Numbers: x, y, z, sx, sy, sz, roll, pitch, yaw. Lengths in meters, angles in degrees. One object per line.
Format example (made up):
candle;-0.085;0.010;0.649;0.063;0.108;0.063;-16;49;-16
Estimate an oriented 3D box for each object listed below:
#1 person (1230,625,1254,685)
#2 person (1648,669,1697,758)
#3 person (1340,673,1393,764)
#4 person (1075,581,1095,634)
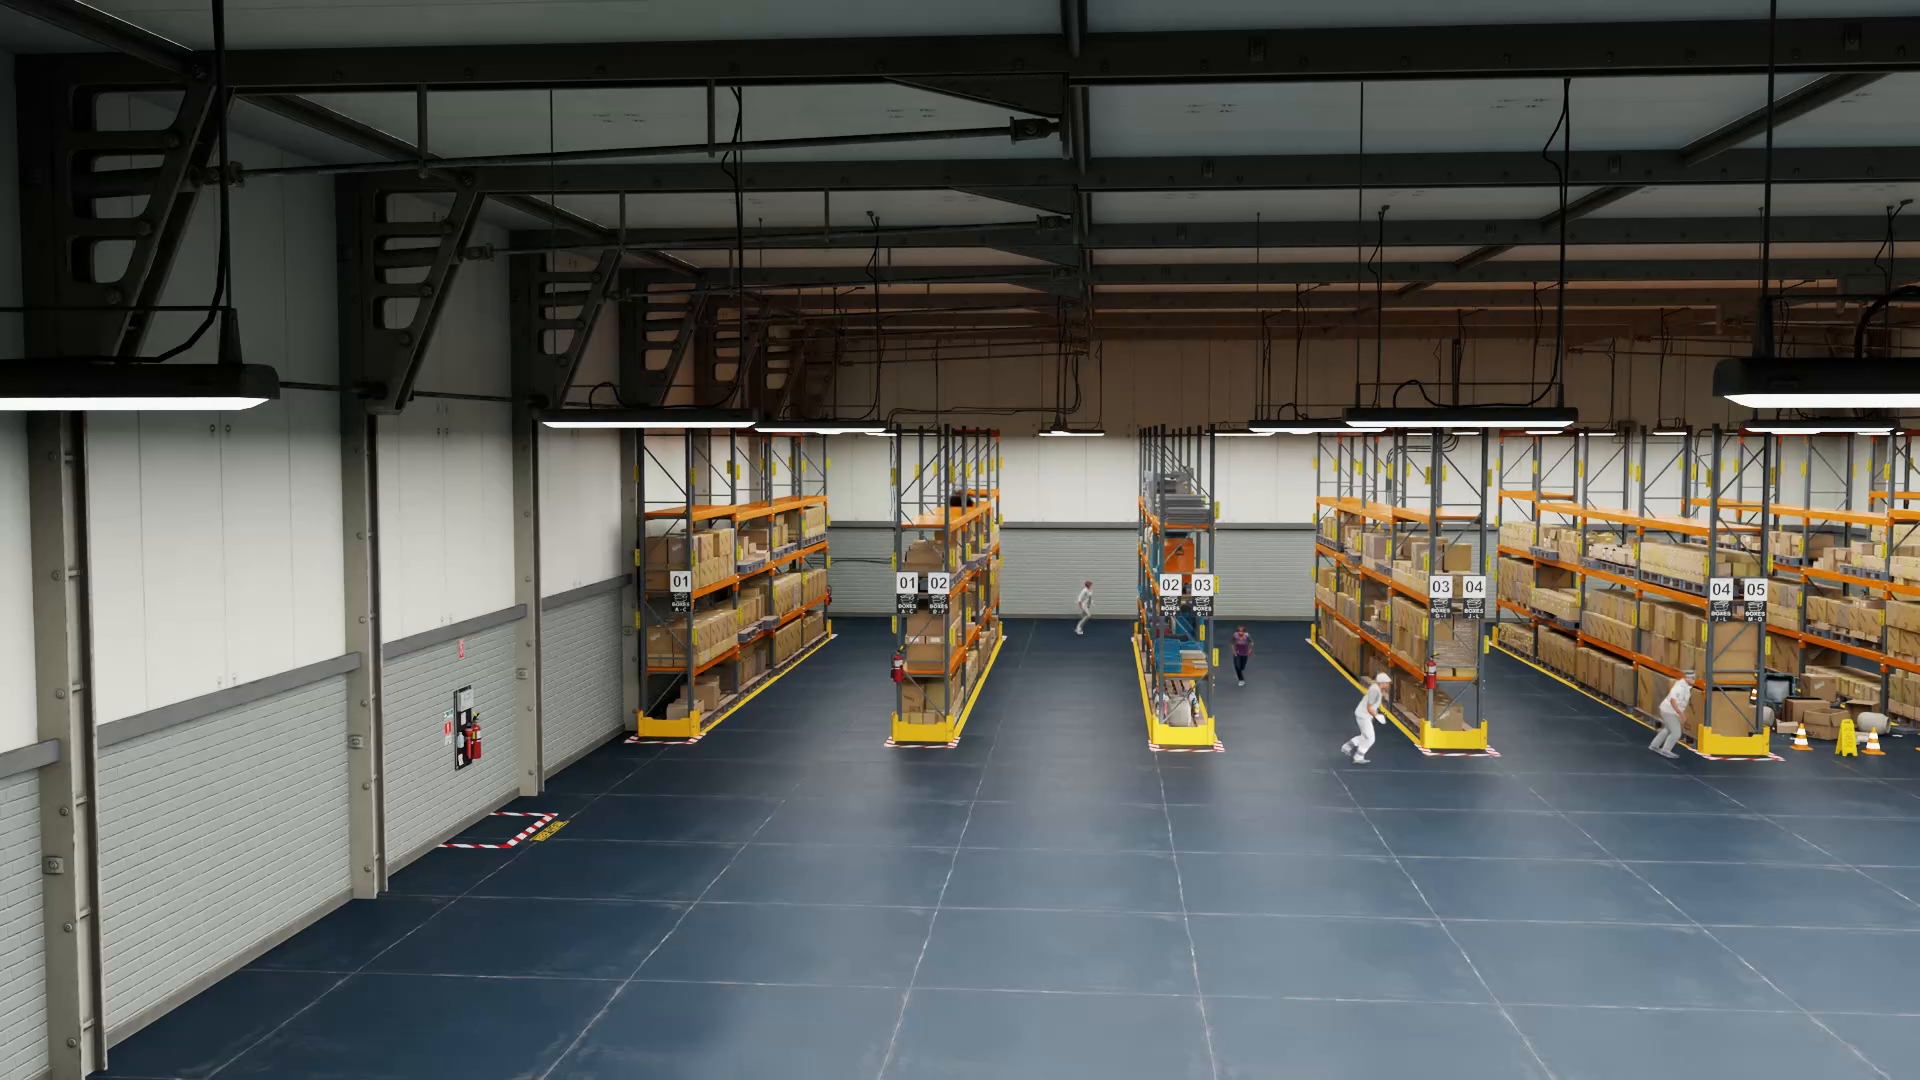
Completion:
person;6.553;2.664;38.645;0.555;1.427;0.835;1;4;8
person;12.786;3.105;29.861;0.852;1.642;0.702;2;4;35
person;7.129;3.124;29.214;0.911;1.628;0.637;1;4;19
person;3.651;1.974;48.689;0.541;1.553;0.642;2;4;33
